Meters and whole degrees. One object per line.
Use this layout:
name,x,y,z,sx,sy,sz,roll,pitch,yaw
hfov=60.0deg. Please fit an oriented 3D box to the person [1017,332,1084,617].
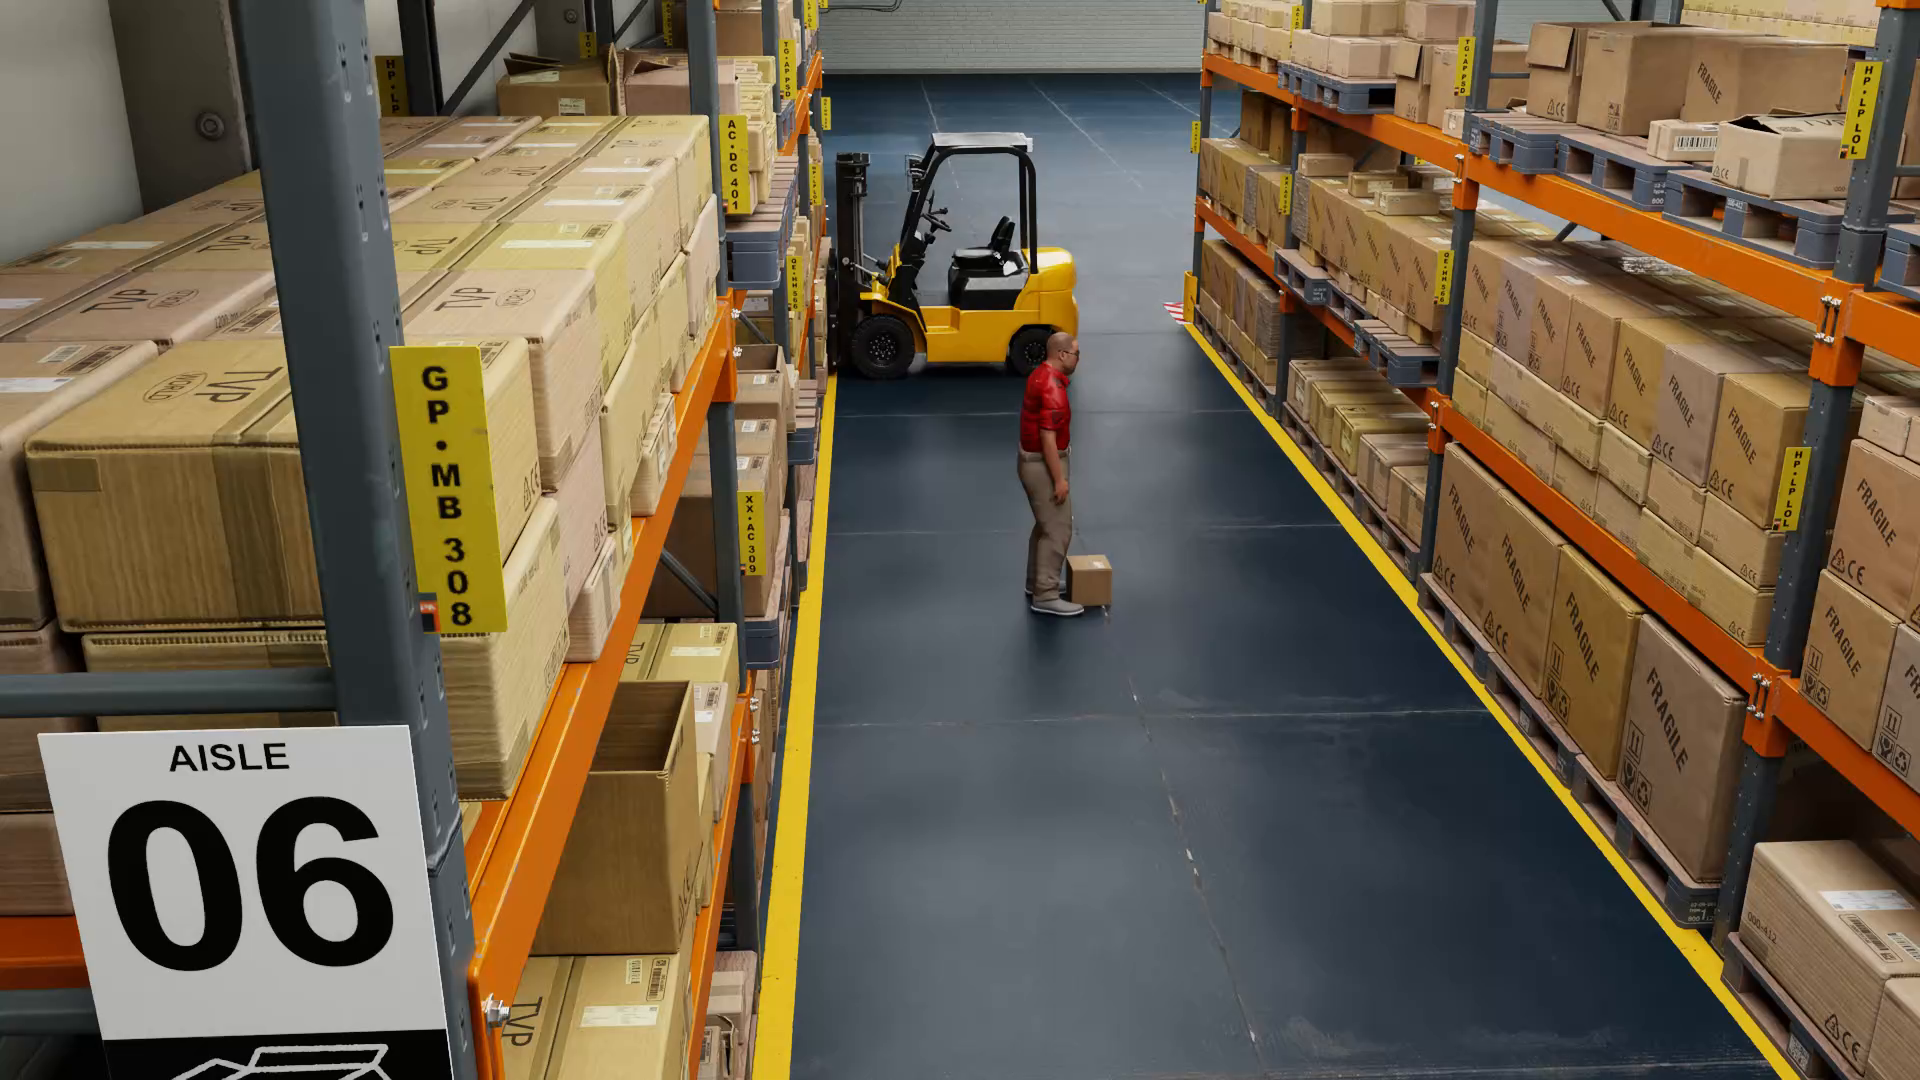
person,0.556,-0.427,10.255,0.392,1.725,0.590,-2,20,-5
